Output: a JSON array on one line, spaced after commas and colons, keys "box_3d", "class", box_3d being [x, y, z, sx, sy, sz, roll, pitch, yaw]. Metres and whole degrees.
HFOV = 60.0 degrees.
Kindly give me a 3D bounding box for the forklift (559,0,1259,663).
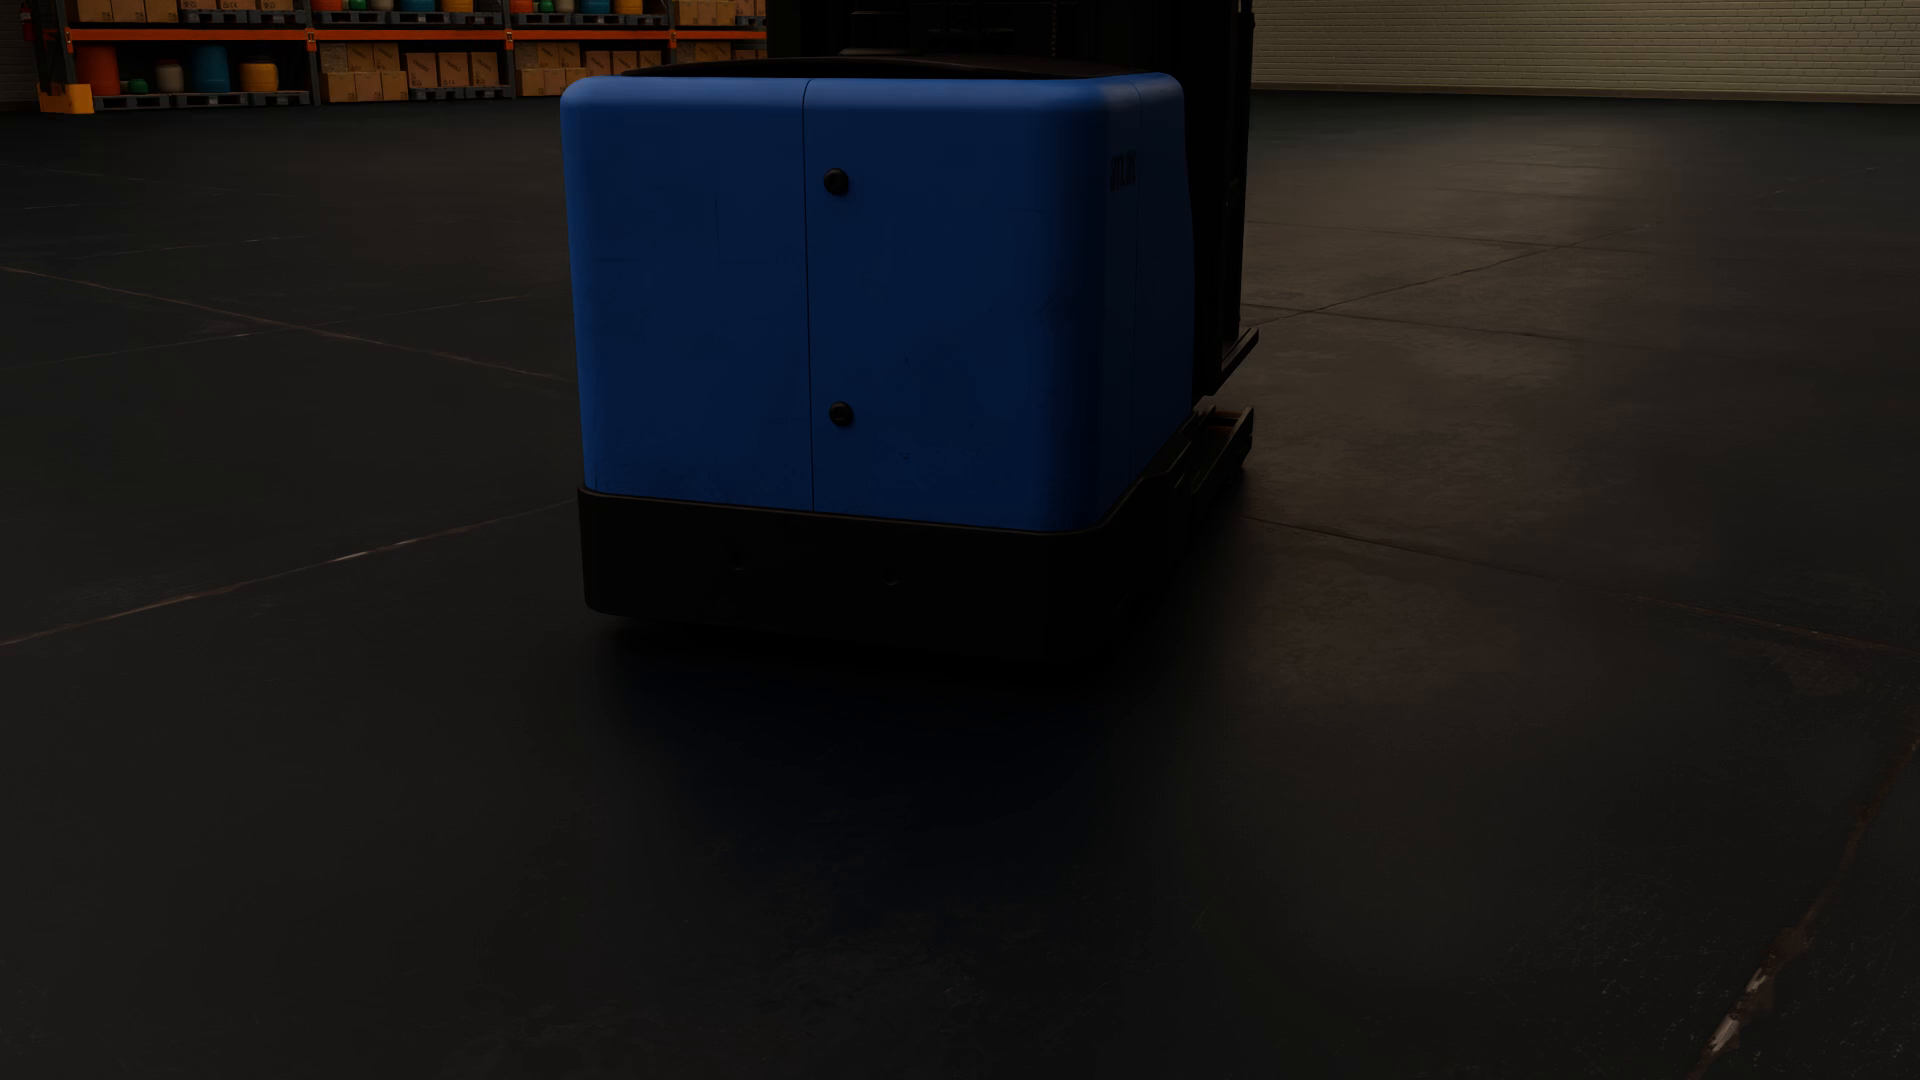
[{"box_3d": [0.182, -1.571, 4.072, 1.130, 2.935, 3.031, 5, 18, 17], "class": "forklift"}]
